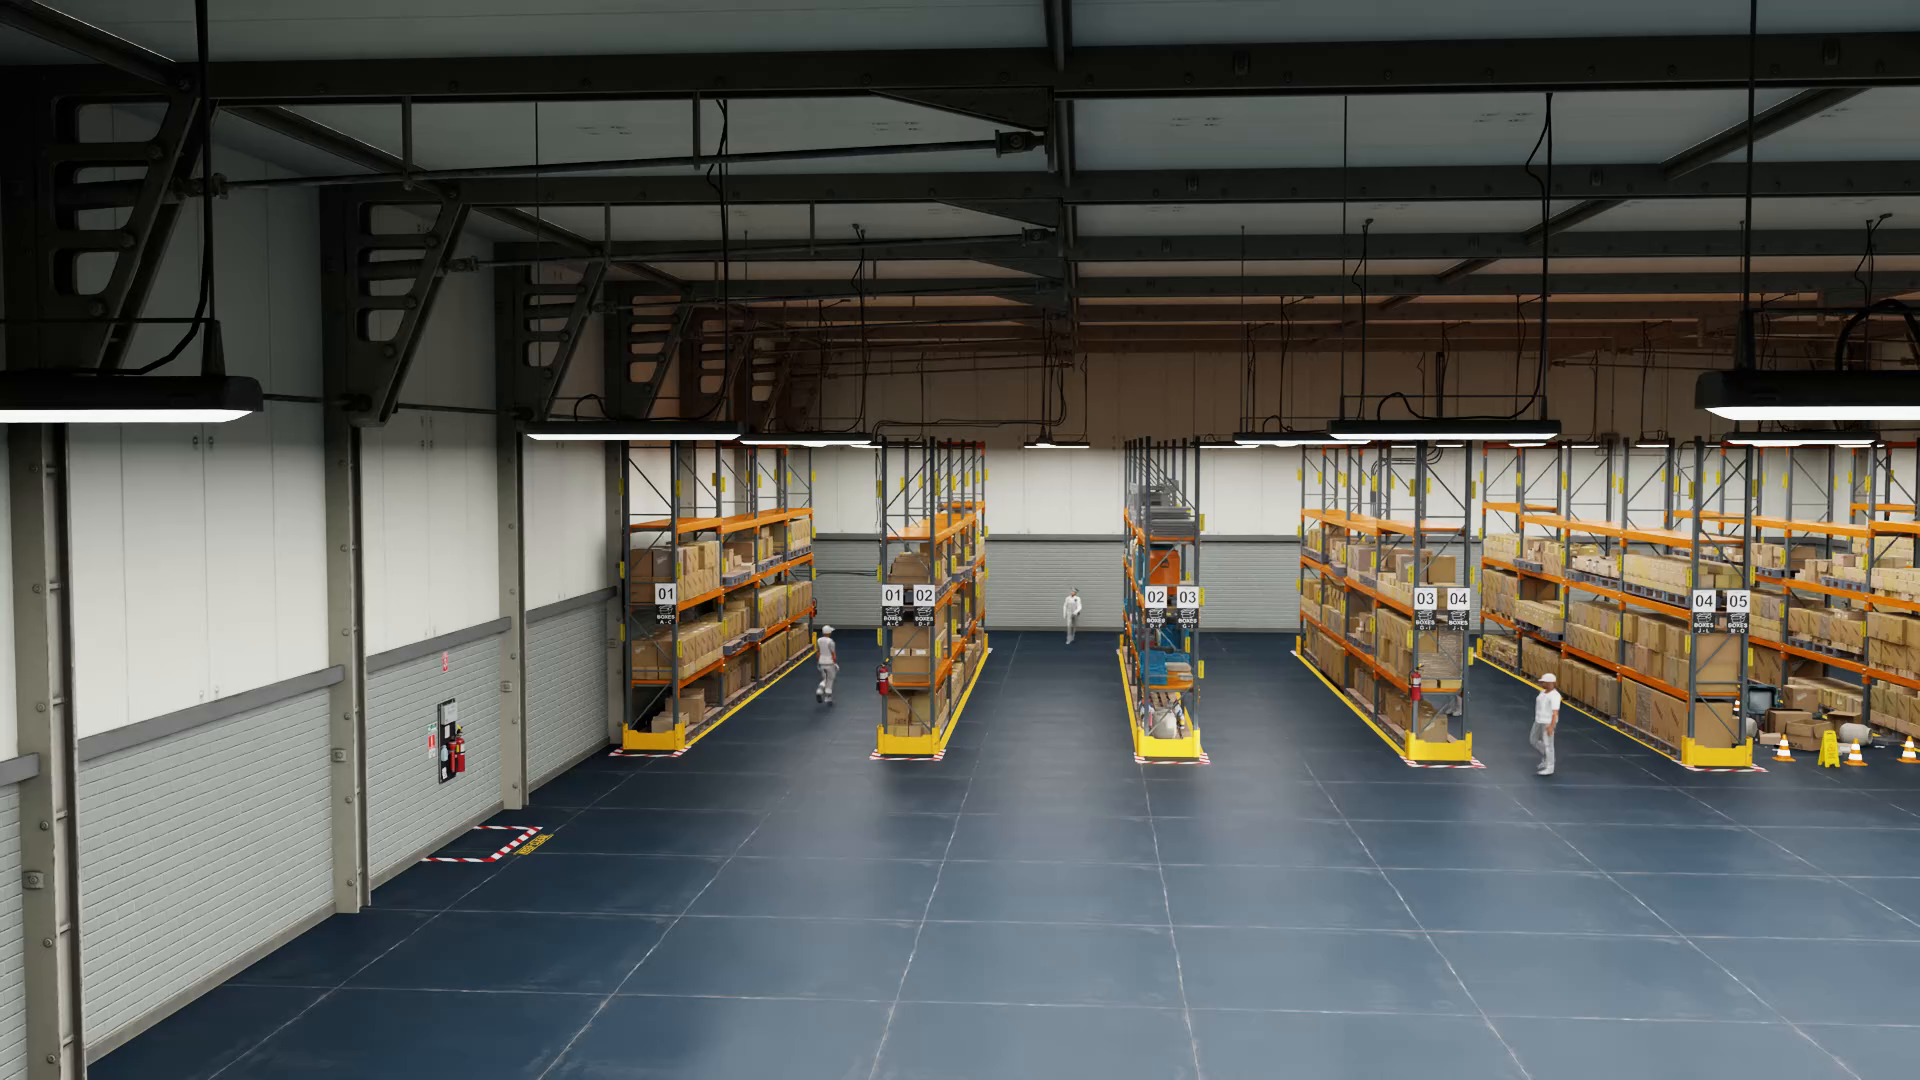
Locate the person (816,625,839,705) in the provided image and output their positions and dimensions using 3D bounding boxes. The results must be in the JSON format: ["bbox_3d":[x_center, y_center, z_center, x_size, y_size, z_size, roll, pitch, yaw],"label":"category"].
[{"bbox_3d":[-2.999,2.809,37.455,0.550,1.783,0.497,3,4,40],"label":"person"}]

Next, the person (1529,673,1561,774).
[{"bbox_3d":[10.410,3.245,29.569,0.501,1.768,0.656,-1,3,-17],"label":"person"}]

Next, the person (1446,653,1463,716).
[{"bbox_3d":[10.767,2.940,36.128,0.370,1.697,0.518,-1,3,-20],"label":"person"}]

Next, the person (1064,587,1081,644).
[{"bbox_3d":[3.364,2.261,49.757,0.529,1.721,0.853,0,3,4],"label":"person"}]
